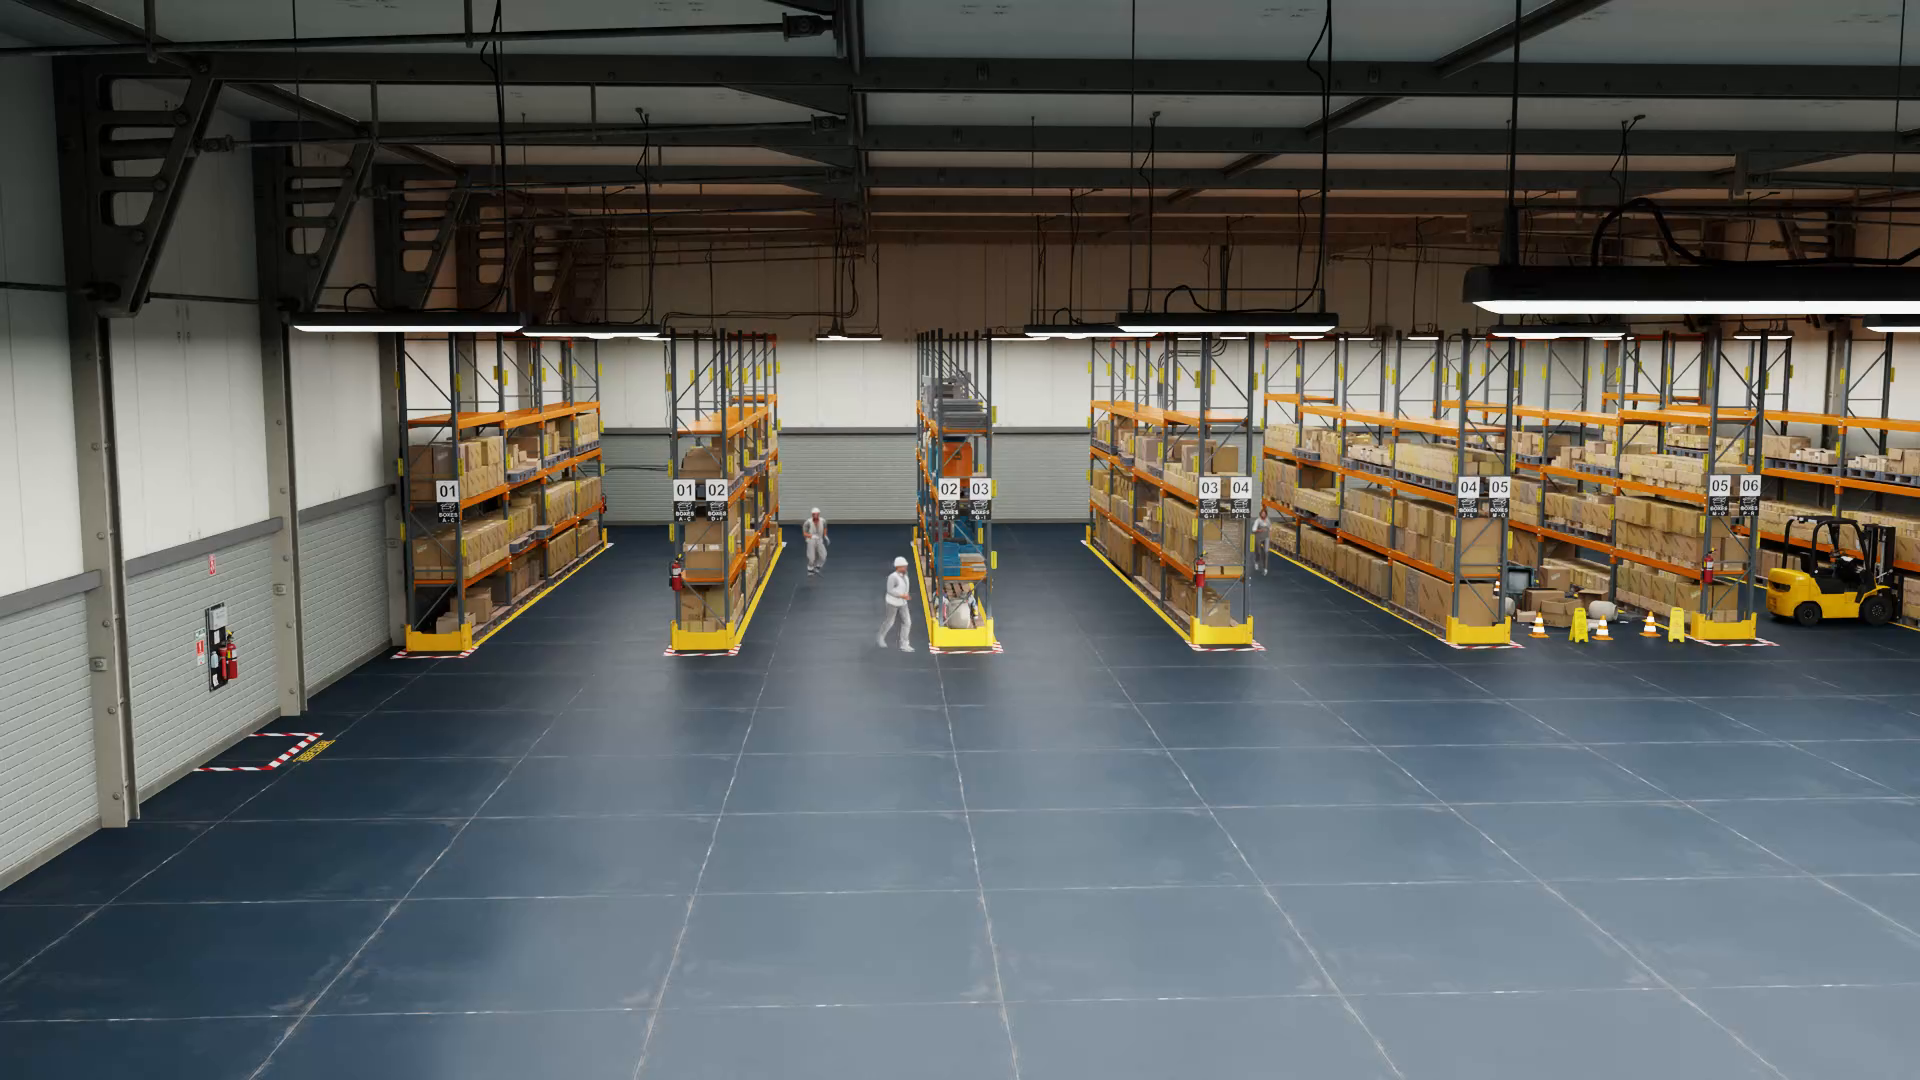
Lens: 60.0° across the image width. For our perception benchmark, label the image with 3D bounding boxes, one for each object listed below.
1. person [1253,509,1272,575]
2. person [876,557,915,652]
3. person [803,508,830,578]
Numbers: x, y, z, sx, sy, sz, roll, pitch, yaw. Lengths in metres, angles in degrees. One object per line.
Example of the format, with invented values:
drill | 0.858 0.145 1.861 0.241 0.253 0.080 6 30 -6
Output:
person | 7.542 0.016 41.505 0.540 1.609 0.861 0 7 -4
person | -1.244 1.196 31.073 0.830 1.790 0.644 5 9 38
person | -3.313 0.079 38.403 0.694 1.680 0.788 -3 7 -24
